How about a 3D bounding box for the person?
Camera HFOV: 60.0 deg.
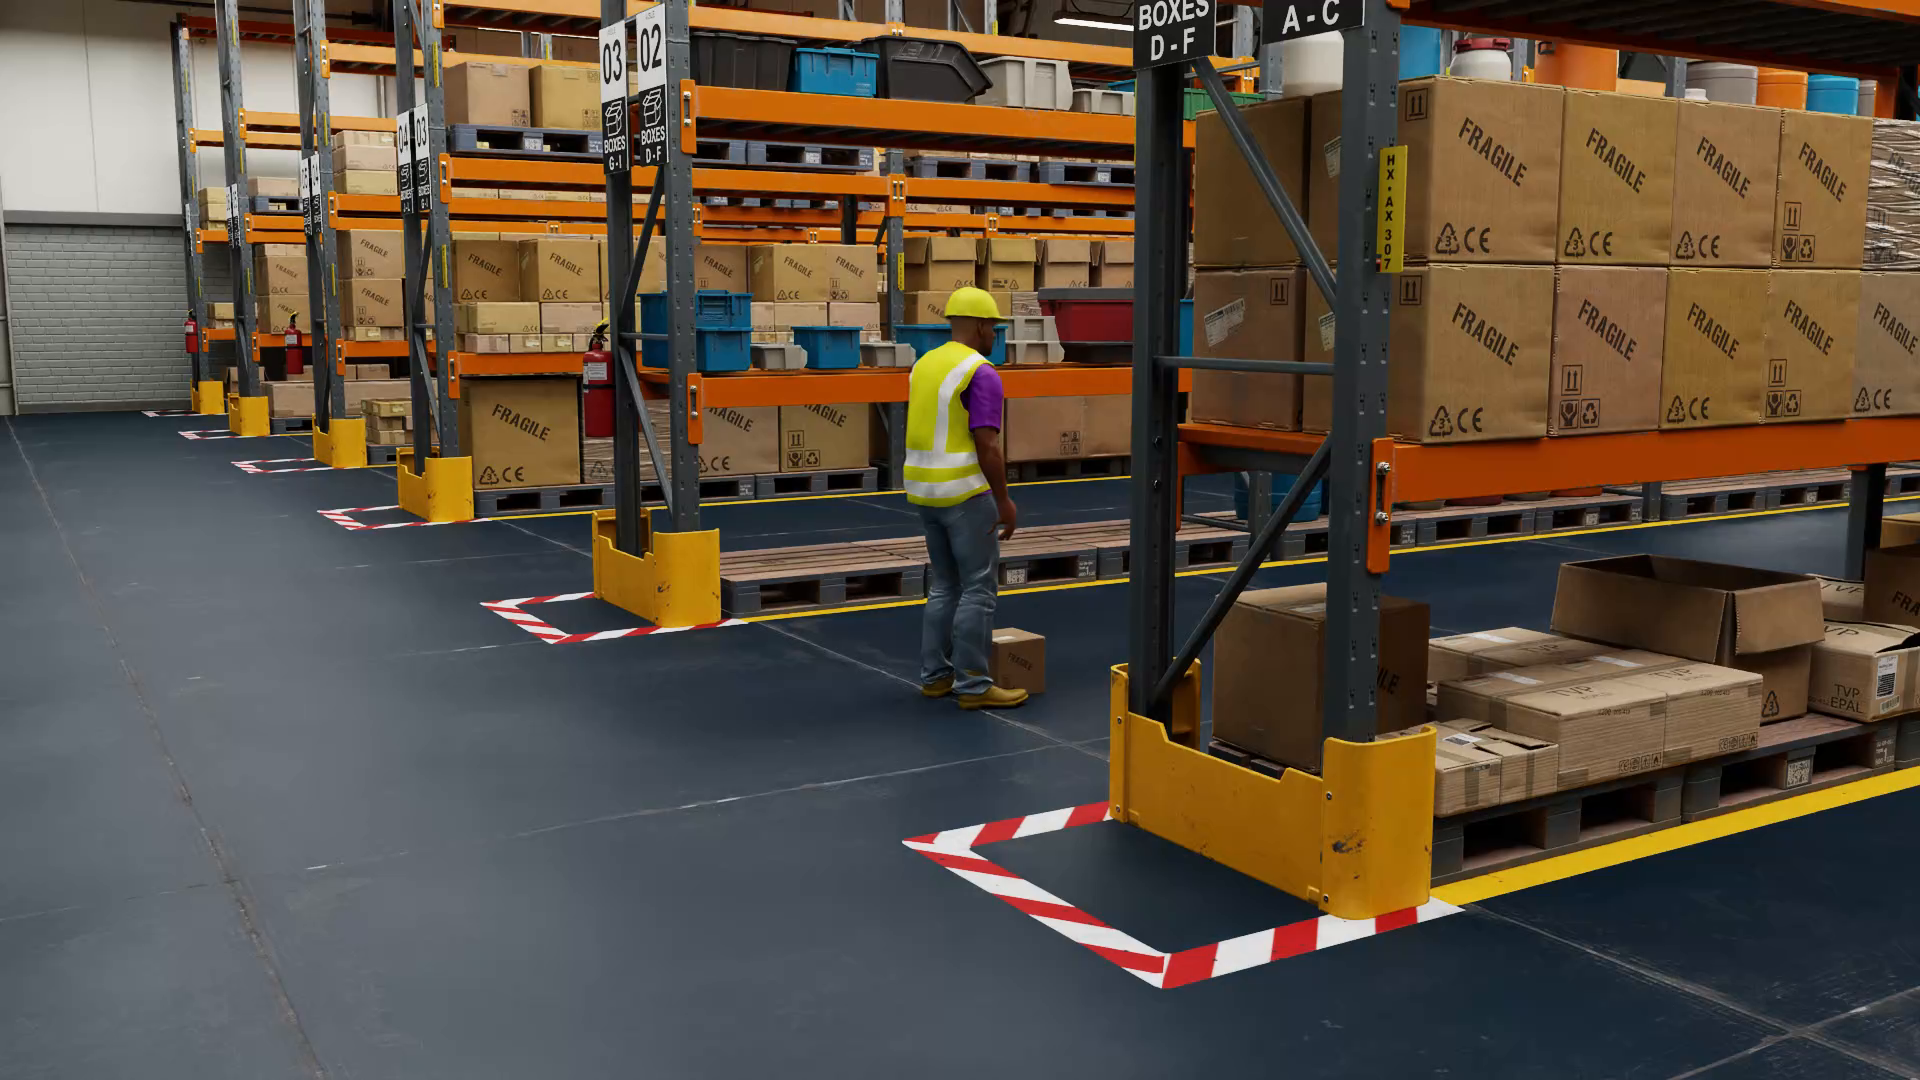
[{"bbox_3d":[0.013,-0.187,7.086,0.460,1.757,0.637,-5,10,-33],"label":"person"}]
